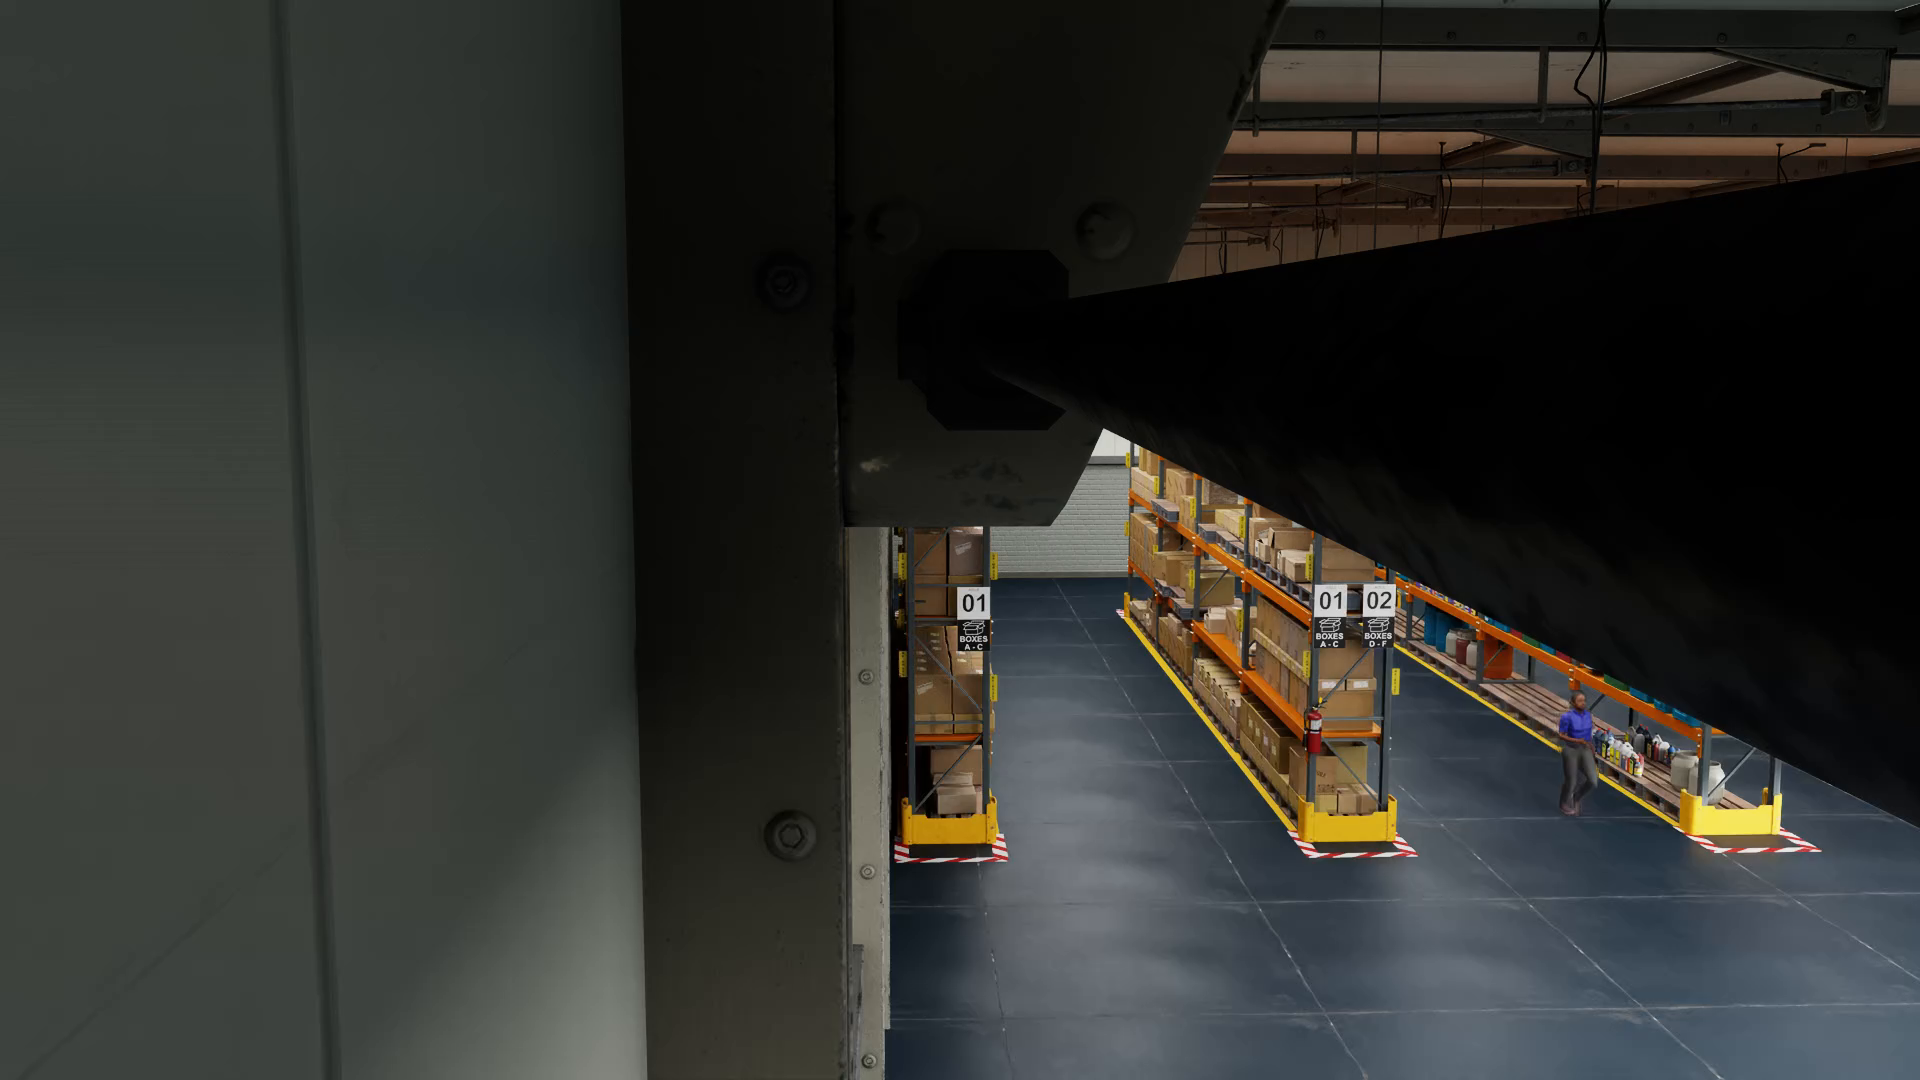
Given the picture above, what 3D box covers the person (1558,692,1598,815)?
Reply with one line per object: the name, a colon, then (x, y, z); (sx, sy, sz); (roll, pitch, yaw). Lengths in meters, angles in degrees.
person: (7.996, 2.774, 21.479); (0.554, 1.630, 0.594); (-2, 8, -13)
